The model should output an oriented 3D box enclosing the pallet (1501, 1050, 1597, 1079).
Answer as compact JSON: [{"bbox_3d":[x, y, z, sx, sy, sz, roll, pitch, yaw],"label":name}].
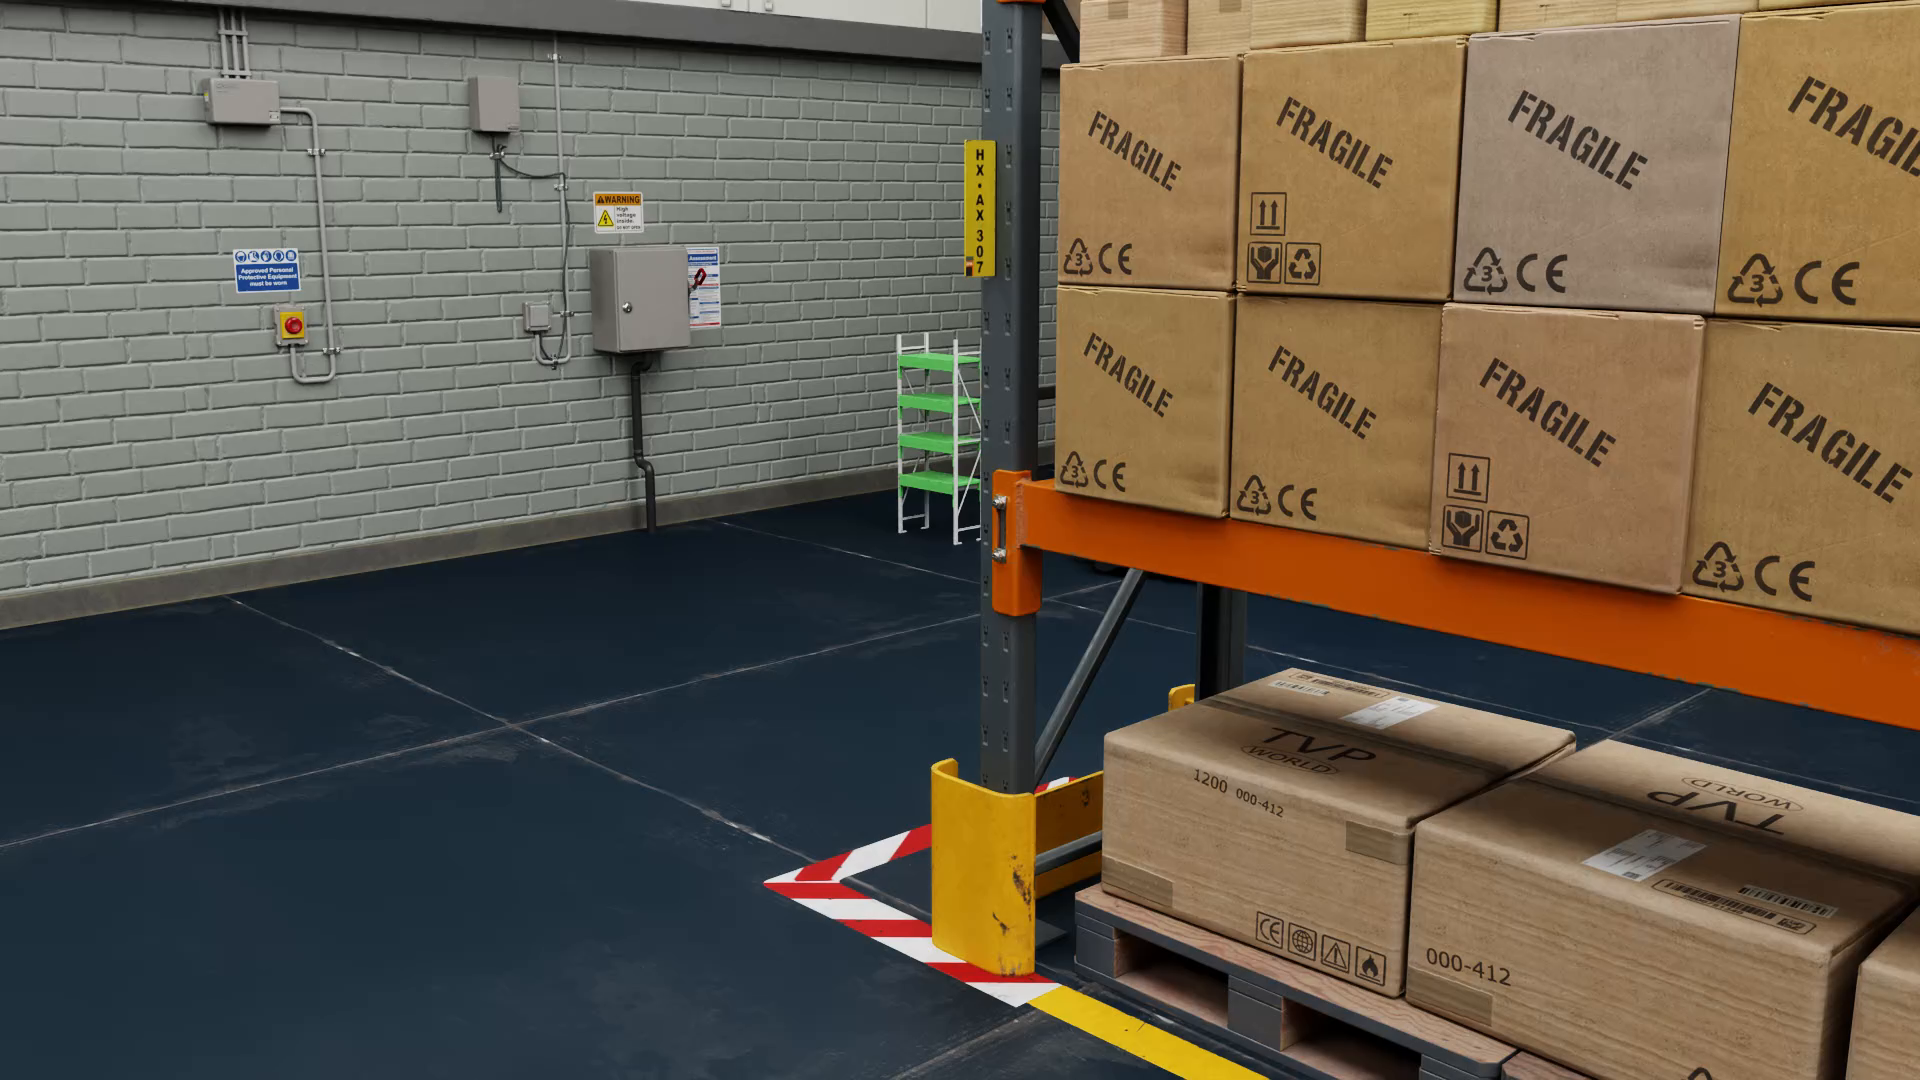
[{"bbox_3d":[1.901,1.228,3.426,1.003,0.211,1.213,-11,16,-43],"label":"pallet"}]

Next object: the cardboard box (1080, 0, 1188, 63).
[{"bbox_3d":[0.499,-1.187,3.907,0.380,0.149,0.250,-10,16,-41],"label":"cardboard box"}]

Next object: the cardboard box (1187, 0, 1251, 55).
[{"bbox_3d":[0.732,-1.159,3.769,0.380,0.149,0.250,-10,16,-41],"label":"cardboard box"}]

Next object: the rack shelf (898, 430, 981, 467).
[{"bbox_3d":[-0.114,-0.549,9.921,0.258,0.148,0.480,-11,16,-43],"label":"rack shelf"}]

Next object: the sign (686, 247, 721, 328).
[{"bbox_3d":[-1.622,-1.565,10.308,0.329,0.494,0.001,-11,16,-43],"label":"sign"}]

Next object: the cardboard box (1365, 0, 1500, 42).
[{"bbox_3d":[1.023,-1.069,3.333,0.250,0.149,0.380,11,16,43],"label":"cardboard box"}]

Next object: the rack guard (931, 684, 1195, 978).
[{"bbox_3d":[0.438,0.800,4.791,1.175,0.500,0.348,-11,16,-43],"label":"rack guard"}]

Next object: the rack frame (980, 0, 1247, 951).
[{"bbox_3d":[0.454,-0.421,4.522,1.000,3.000,0.127,-11,16,-43],"label":"rack frame"}]

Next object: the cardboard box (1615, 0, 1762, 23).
[{"bbox_3d":[1.384,-0.996,2.978,0.380,0.149,0.250,-11,16,-42],"label":"cardboard box"}]

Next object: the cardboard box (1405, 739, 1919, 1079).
[{"bbox_3d":[1.620,0.843,3.695,0.875,0.438,0.875,-10,16,-41],"label":"cardboard box"}]

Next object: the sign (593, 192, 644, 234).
[{"bbox_3d":[-2.020,-1.939,9.844,0.339,0.242,0.001,-11,16,-43],"label":"sign"}]

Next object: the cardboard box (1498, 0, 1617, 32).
[{"bbox_3d":[1.242,-1.038,3.183,0.380,0.149,0.250,-11,16,-42],"label":"cardboard box"}]

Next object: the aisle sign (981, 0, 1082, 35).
[{"bbox_3d":[0.195,-1.664,4.114,0.394,0.787,0.004,-11,16,-43],"label":"aisle sign"}]

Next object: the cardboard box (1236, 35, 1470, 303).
[{"bbox_3d":[0.941,-0.776,3.517,0.500,0.500,0.500,11,16,44],"label":"cardboard box"}]

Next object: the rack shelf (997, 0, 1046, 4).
[{"bbox_3d":[1.835,-1.246,2.875,1.077,0.370,4.000,-11,16,-43],"label":"rack shelf"}]

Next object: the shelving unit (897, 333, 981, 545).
[{"bbox_3d":[-0.114,-0.612,9.908,0.258,1.200,0.503,-11,16,-43],"label":"shelving unit"}]

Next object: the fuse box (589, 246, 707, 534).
[{"bbox_3d":[-1.837,-0.881,9.948,0.539,1.711,0.414,-11,16,-43],"label":"fuse box"}]

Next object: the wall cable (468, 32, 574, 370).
[{"bbox_3d":[-2.439,-1.938,9.365,0.588,1.984,0.122,-11,16,-43],"label":"wall cable"}]

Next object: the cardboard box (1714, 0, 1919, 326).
[{"bbox_3d":[1.648,-0.629,2.805,0.500,0.500,0.500,-11,16,-42],"label":"cardboard box"}]

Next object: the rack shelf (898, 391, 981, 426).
[{"bbox_3d":[-0.114,-0.784,9.872,0.258,0.148,0.480,-11,16,-43],"label":"rack shelf"}]

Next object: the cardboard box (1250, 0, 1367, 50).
[{"bbox_3d":[0.828,-1.105,3.507,0.380,0.149,0.250,-10,15,-41],"label":"cardboard box"}]

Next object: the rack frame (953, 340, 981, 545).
[{"bbox_3d":[0.054,-0.576,9.735,0.240,1.200,0.015,-11,16,-43],"label":"rack frame"}]

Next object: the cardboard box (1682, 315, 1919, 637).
[{"bbox_3d":[1.644,-0.143,2.922,0.500,0.500,0.500,-10,15,-41],"label":"cardboard box"}]

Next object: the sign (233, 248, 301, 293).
[{"bbox_3d":[-3.534,-1.375,8.484,0.327,0.218,0.001,-11,16,-43],"label":"sign"}]

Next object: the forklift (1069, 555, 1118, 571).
[{"bbox_3d":[2.155,-1.224,8.587,3.031,2.935,1.130,5,13,25],"label":"forklift"}]

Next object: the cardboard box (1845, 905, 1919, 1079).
[{"bbox_3d":[2.242,0.975,3.056,0.875,0.438,0.875,11,16,43],"label":"cardboard box"}]

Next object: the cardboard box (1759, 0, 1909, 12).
[{"bbox_3d":[1.540,-0.955,2.780,0.250,0.149,0.380,11,16,44],"label":"cardboard box"}]

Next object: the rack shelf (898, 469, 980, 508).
[{"bbox_3d":[-0.114,-0.314,9.969,0.258,0.148,0.480,-11,16,-43],"label":"rack shelf"}]

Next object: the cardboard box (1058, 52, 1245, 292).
[{"bbox_3d":[0.580,-0.850,3.878,0.500,0.500,0.500,-11,16,-44],"label":"cardboard box"}]

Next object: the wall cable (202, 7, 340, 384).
[{"bbox_3d":[-3.457,-1.754,8.395,0.585,1.953,0.123,-11,16,-43],"label":"wall cable"}]

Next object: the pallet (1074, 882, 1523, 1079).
[{"bbox_3d":[1.063,1.051,4.290,1.003,0.211,1.213,-11,16,-43],"label":"pallet"}]

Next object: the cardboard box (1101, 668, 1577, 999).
[{"bbox_3d":[0.982,0.711,4.338,0.875,0.438,0.875,11,16,43],"label":"cardboard box"}]

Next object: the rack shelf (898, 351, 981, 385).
[{"bbox_3d":[-0.114,-1.019,9.824,0.258,0.148,0.480,-11,16,-43],"label":"rack shelf"}]

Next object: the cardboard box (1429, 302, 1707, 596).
[{"bbox_3d":[1.286,-0.213,3.265,0.500,0.500,0.500,-11,16,-43],"label":"cardboard box"}]

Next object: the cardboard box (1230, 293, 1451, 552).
[{"bbox_3d":[0.947,-0.290,3.638,0.500,0.500,0.500,-11,16,-43],"label":"cardboard box"}]

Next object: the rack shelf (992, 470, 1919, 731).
[{"bbox_3d":[1.835,0.223,3.178,1.077,0.370,4.000,-11,16,-43],"label":"rack shelf"}]

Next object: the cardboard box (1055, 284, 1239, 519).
[{"bbox_3d":[0.578,-0.360,3.977,0.500,0.500,0.500,-11,16,-43],"label":"cardboard box"}]

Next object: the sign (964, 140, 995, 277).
[{"bbox_3d":[0.049,-0.807,4.055,0.100,0.325,0.005,-11,16,-43],"label":"sign"}]

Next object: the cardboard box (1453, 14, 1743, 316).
[{"bbox_3d":[1.303,-0.702,3.157,0.500,0.500,0.500,-11,16,-43],"label":"cardboard box"}]

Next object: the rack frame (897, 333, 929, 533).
[{"bbox_3d":[-0.283,-0.647,10.080,0.240,1.200,0.015,-11,16,-43],"label":"rack frame"}]
